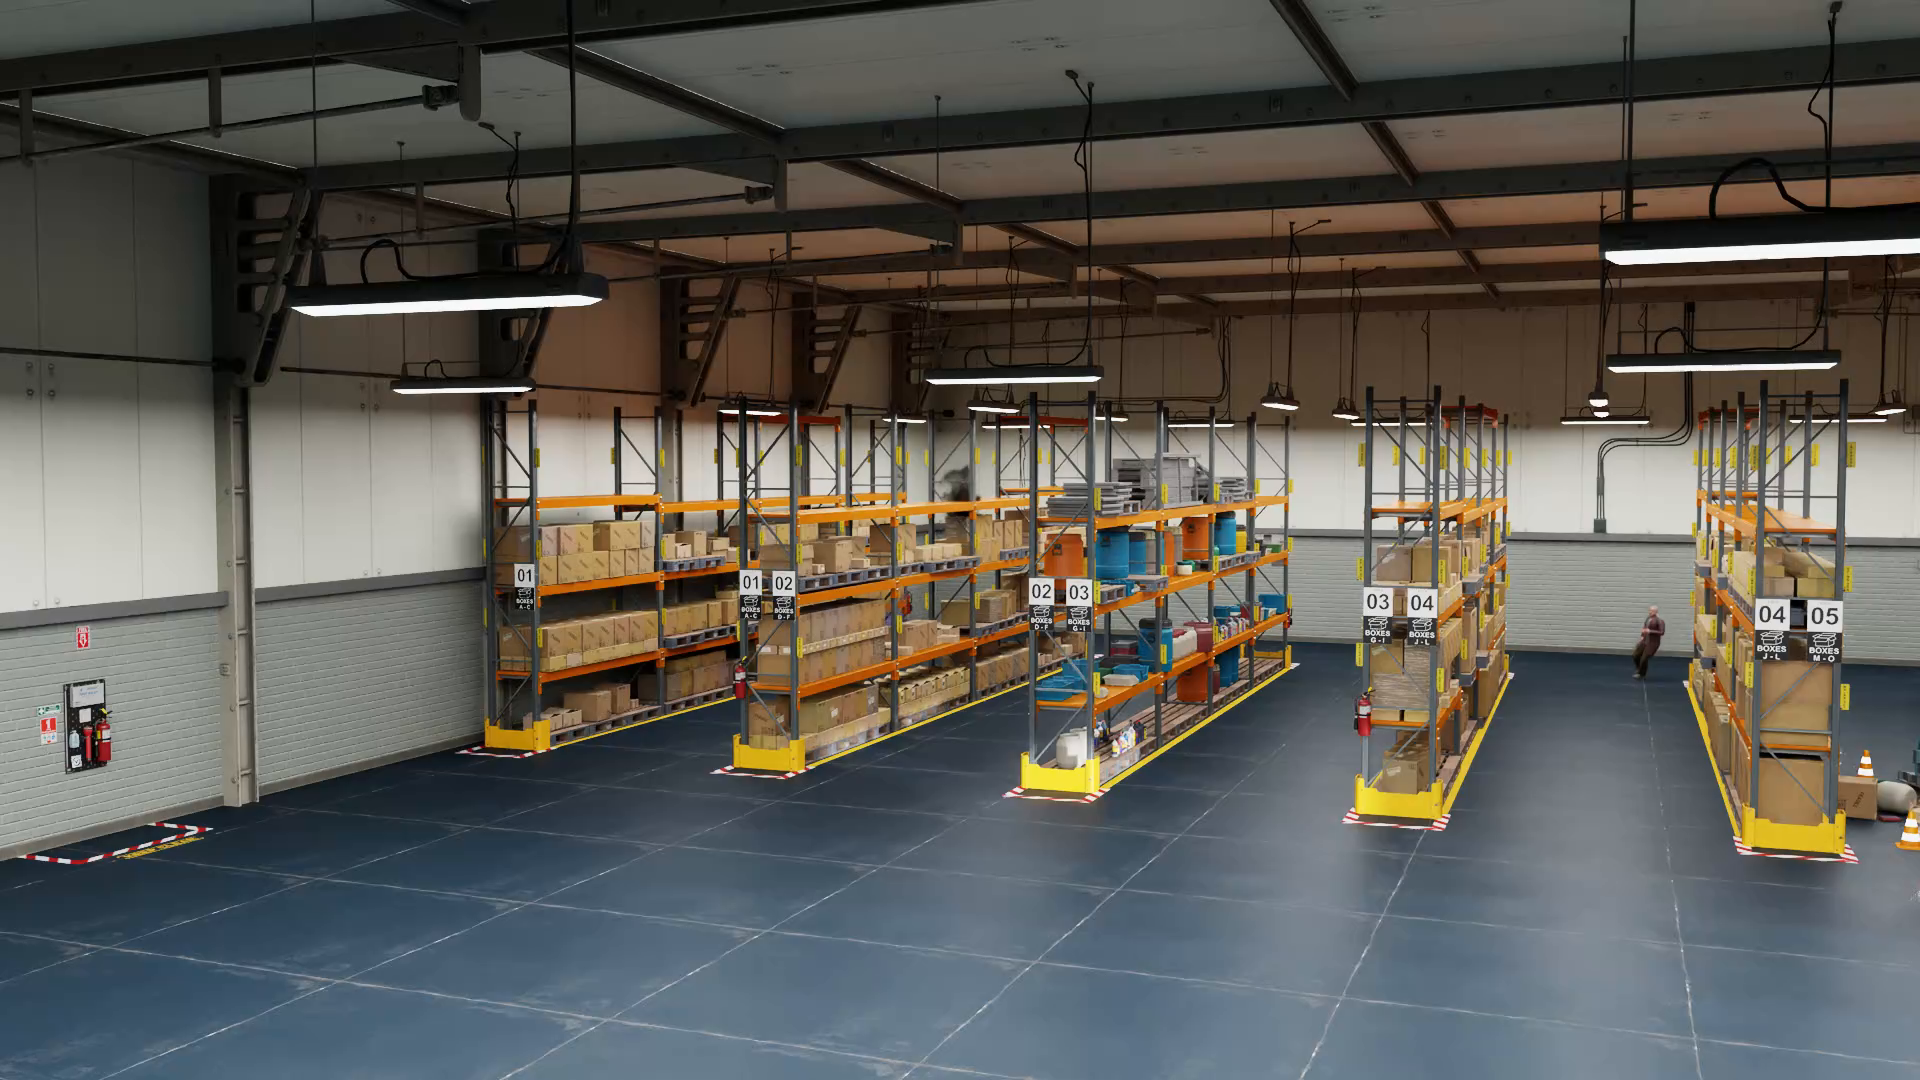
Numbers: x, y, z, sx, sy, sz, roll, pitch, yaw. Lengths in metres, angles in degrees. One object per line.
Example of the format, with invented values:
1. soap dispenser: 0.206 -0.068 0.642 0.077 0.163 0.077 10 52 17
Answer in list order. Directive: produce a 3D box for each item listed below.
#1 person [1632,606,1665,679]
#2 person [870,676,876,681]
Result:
1. person: 15.469 2.307 37.451 0.558 1.682 0.924 -1 3 -20
2. person: -1.950 2.472 34.658 0.541 1.716 0.746 1 3 14
